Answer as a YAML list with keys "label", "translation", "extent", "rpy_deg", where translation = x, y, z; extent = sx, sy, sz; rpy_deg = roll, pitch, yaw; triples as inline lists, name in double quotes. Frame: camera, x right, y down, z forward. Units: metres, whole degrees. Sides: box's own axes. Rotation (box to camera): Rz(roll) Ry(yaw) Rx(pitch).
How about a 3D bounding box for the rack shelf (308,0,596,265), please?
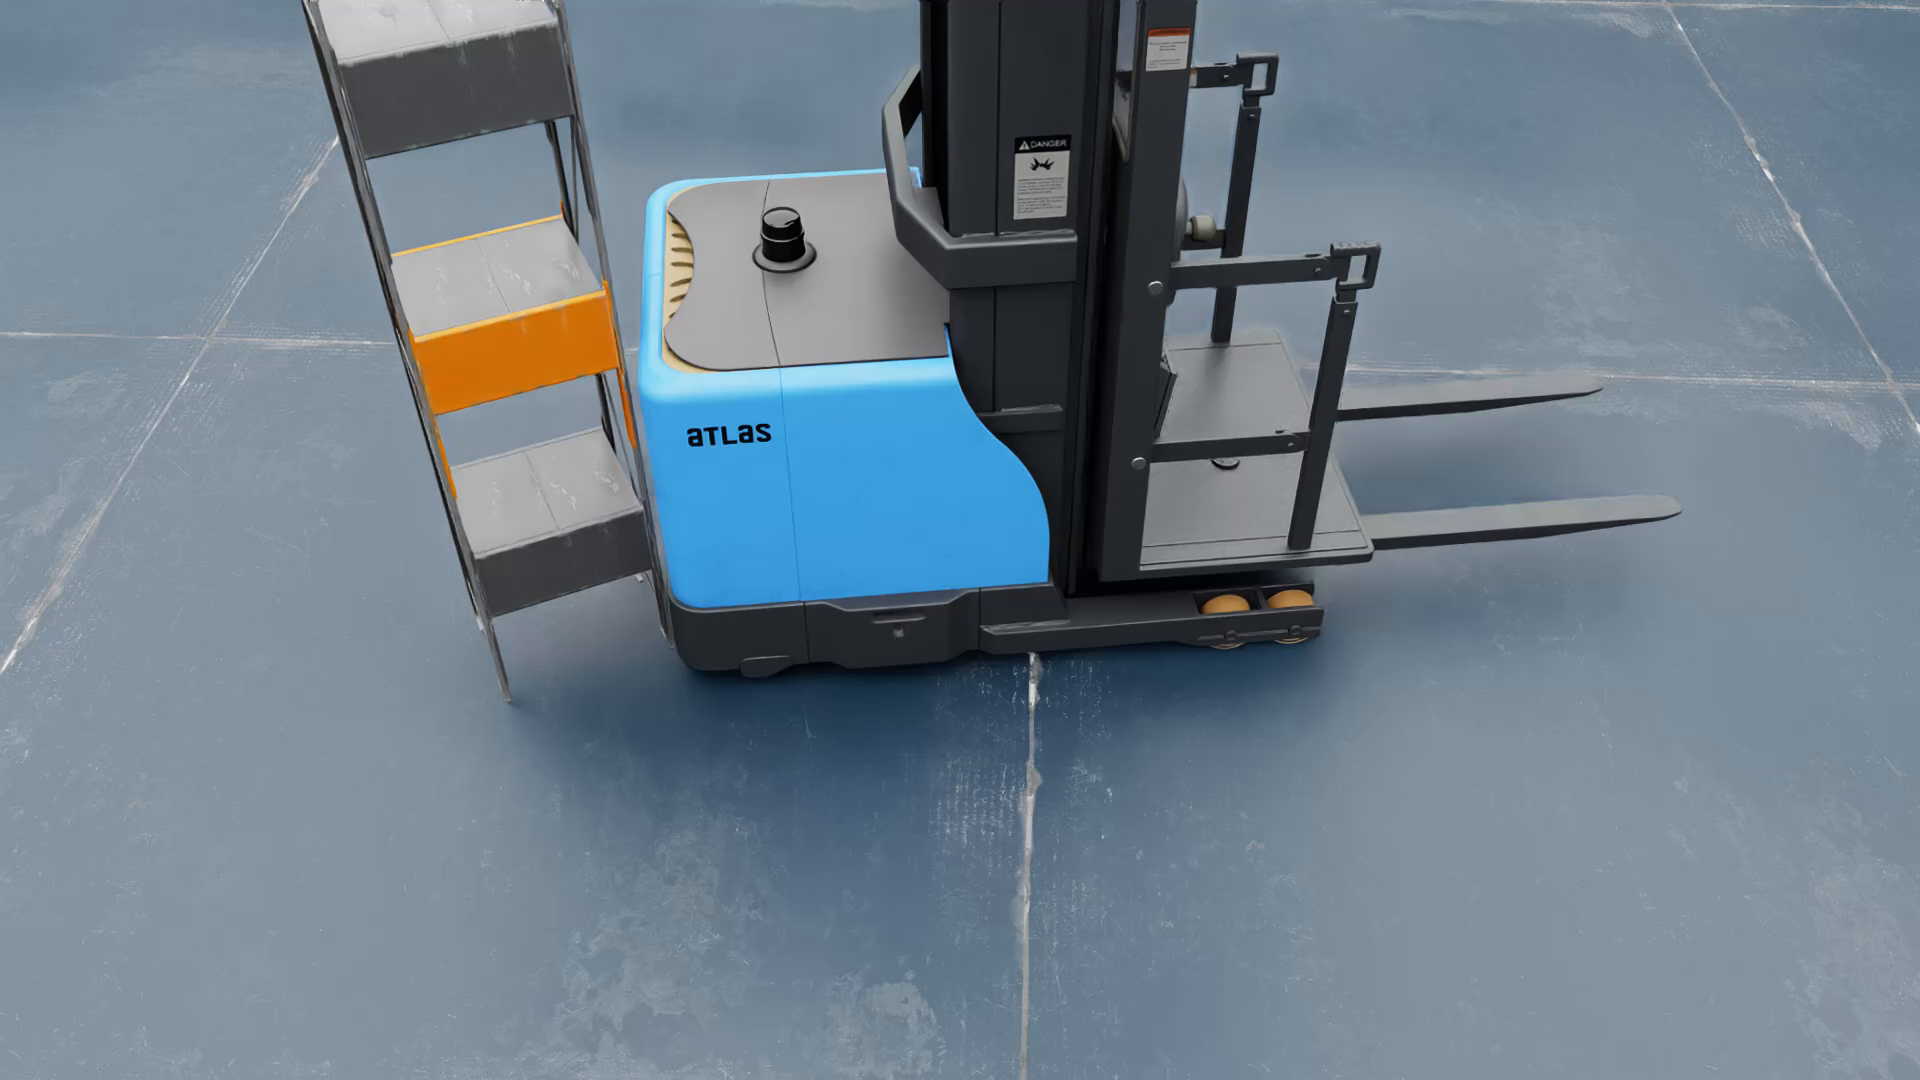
- label: "rack shelf"
  translation: [-1.156, -1.005, 3.780]
  extent: [0.480, 0.518, 0.431]
  rpy_deg: [-18, 46, -18]

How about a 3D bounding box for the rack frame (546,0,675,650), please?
- label: "rack frame"
  translation: [-0.934, -0.571, 4.321]
  extent: [0.015, 2.100, 0.400]
  rpy_deg: [-18, 46, -18]

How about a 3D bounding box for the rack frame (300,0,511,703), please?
- label: "rack frame"
  translation: [-1.375, -0.430, 4.169]
  extent: [0.015, 2.100, 0.400]
  rpy_deg: [-18, 46, -18]

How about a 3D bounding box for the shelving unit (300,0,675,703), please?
- label: "shelving unit"
  translation: [-1.155, -0.500, 4.245]
  extent: [0.503, 2.100, 0.431]
  rpy_deg: [-18, 46, -18]

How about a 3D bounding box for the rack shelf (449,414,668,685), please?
- label: "rack shelf"
  translation: [-1.153, 0.024, 4.729]
  extent: [0.480, 0.518, 0.431]
  rpy_deg: [-18, 46, -18]

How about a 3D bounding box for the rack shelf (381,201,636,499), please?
- label: "rack shelf"
  translation: [-1.155, -0.490, 4.254]
  extent: [0.480, 0.518, 0.431]
  rpy_deg: [-18, 46, -18]

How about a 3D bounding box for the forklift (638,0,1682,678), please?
- label: "forklift"
  translation: [0.640, -1.107, 4.288]
  extent: [3.031, 2.935, 1.130]
  rpy_deg: [-4, 43, -5]
